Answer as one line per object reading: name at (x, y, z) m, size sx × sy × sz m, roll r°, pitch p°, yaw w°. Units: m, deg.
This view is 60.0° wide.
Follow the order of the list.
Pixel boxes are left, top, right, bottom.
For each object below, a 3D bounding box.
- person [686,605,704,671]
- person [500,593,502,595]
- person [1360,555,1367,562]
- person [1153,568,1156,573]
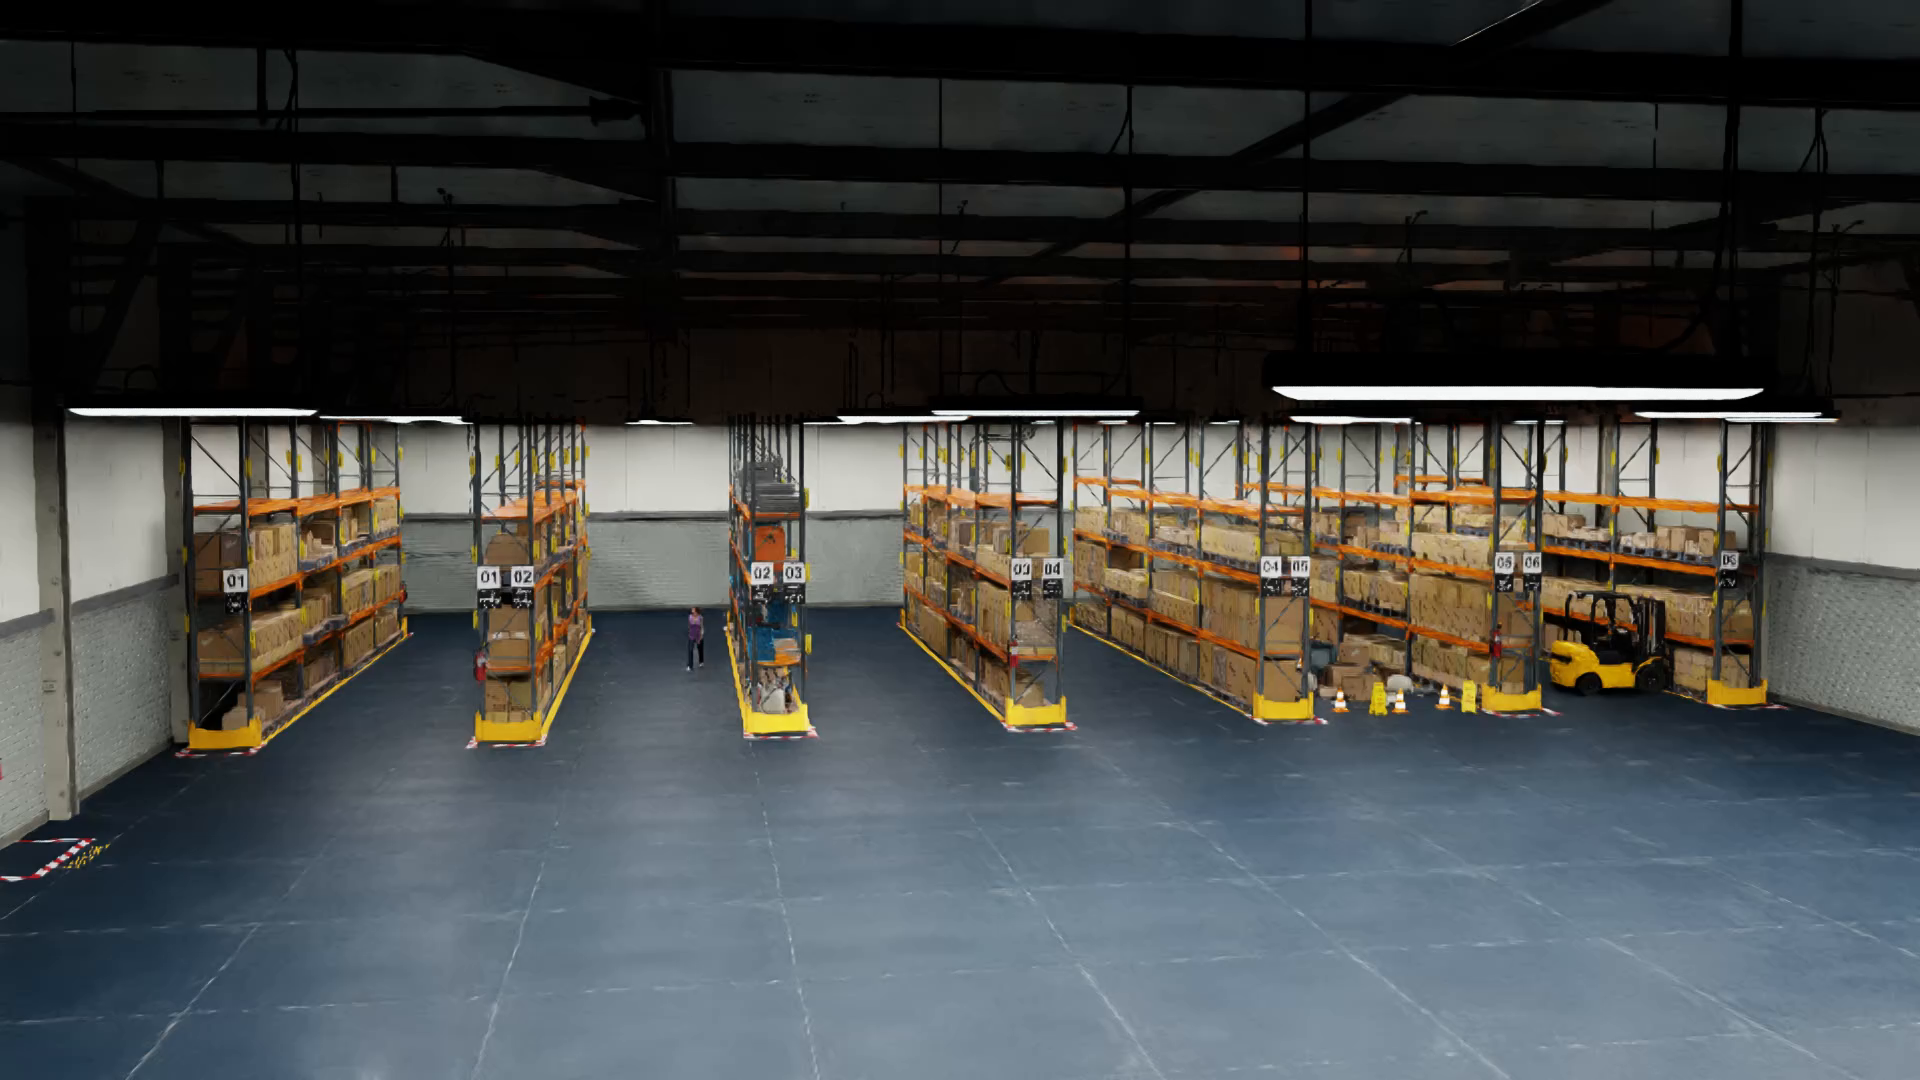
person at (-6.192, 2.290, 39.037) m, size 0.407 × 1.531 × 0.962 m, roll 0°, pitch 4°, yaw 0°
person at (-12.213, 1.840, 44.881) m, size 0.682 × 1.676 × 0.535 m, roll -1°, pitch 4°, yaw -11°
person at (12.514, 1.345, 51.213) m, size 0.455 × 1.773 × 0.687 m, roll -4°, pitch 5°, yaw -42°
person at (5.602, 1.643, 47.858) m, size 0.429 × 1.642 × 0.530 m, roll -3°, pitch 5°, yaw -41°
